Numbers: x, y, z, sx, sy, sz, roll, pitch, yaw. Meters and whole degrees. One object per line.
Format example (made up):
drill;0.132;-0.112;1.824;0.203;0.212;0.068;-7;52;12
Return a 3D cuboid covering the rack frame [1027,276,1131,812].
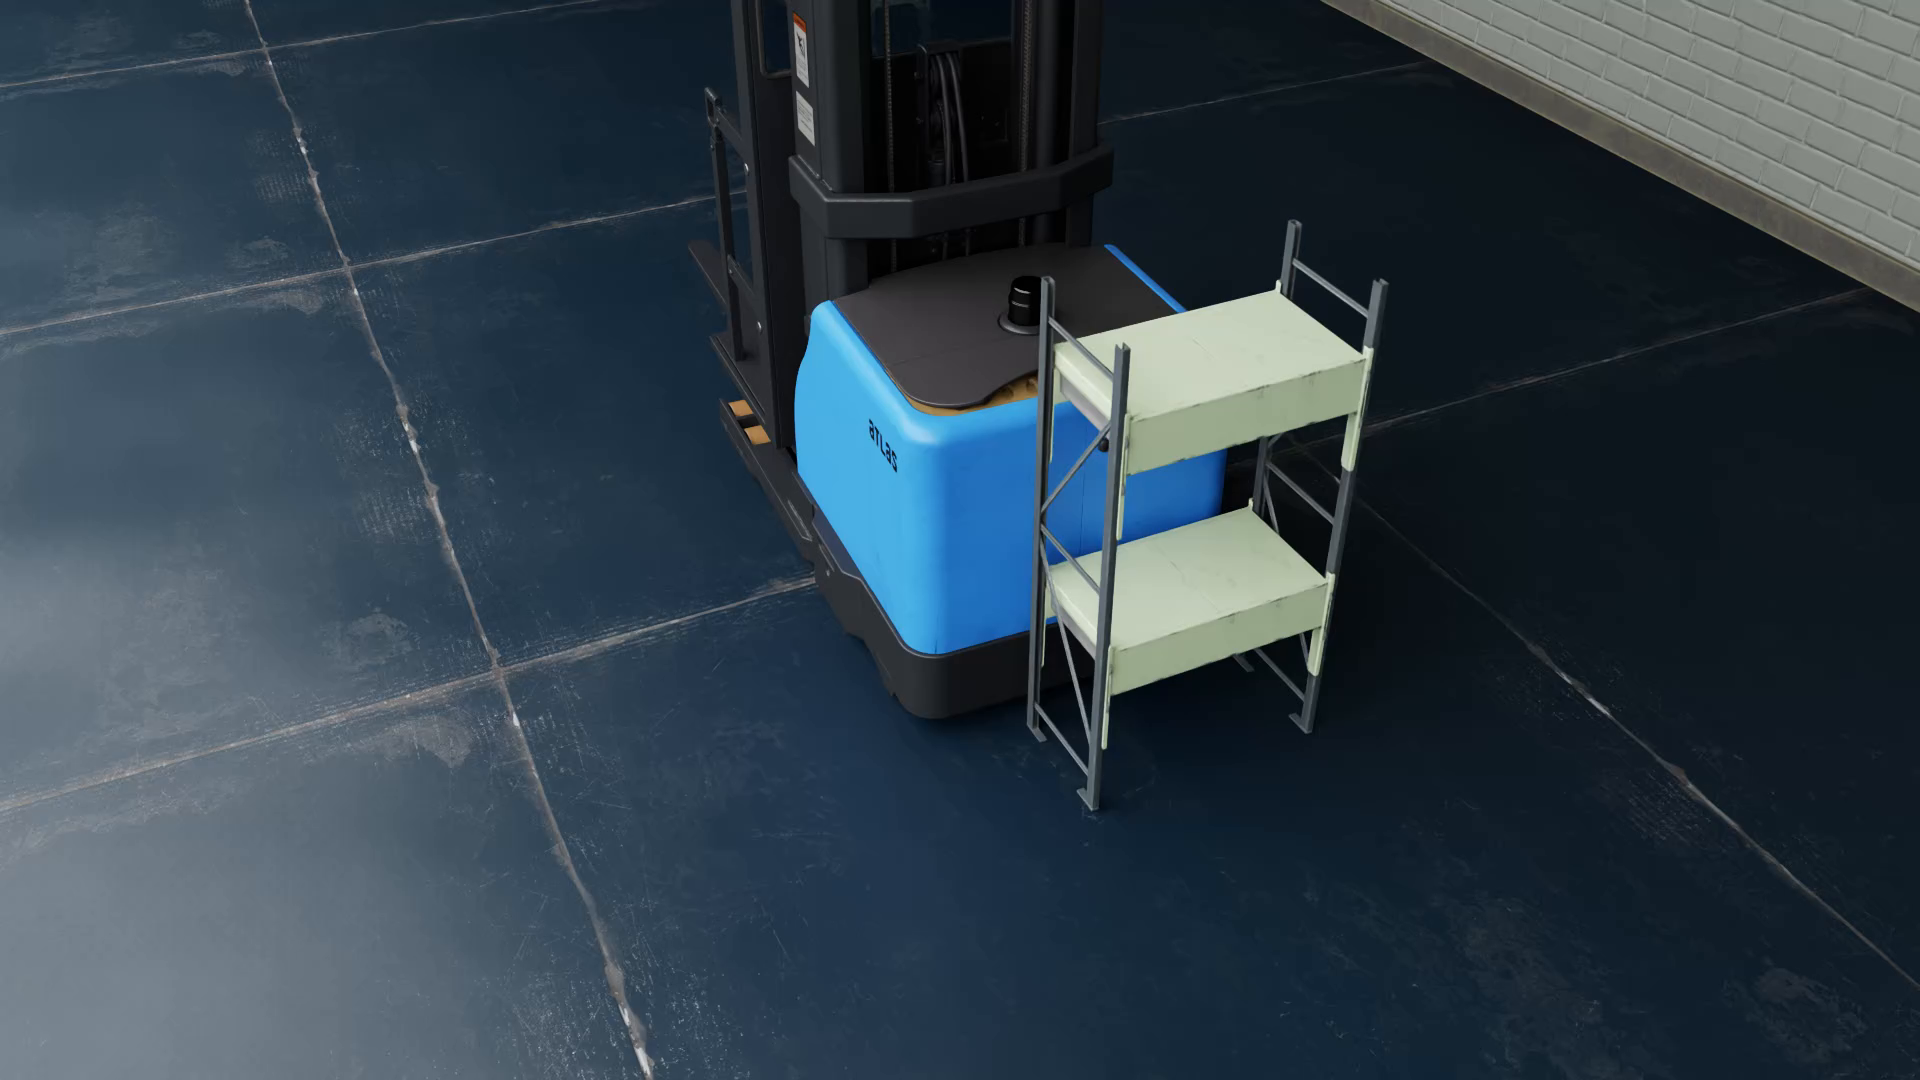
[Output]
rack frame;0.297;0.058;4.412;0.023;1.500;0.400;-16;39;-20

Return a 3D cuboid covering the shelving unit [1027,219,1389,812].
shelving unit;0.627;-0.036;4.540;0.755;1.500;0.431;-16;39;-20

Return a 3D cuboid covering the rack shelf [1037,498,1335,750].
rack shelf;0.627;0.226;4.734;0.720;0.370;0.431;-16;39;-20

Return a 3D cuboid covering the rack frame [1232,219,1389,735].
rack frame;0.957;-0.131;4.667;0.023;1.500;0.400;-16;39;-20

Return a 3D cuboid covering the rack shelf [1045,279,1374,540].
rack shelf;0.627;-0.350;4.307;0.720;0.370;0.431;-16;39;-20

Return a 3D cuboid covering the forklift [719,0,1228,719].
forklift;-0.248;-1.521;5.341;1.130;2.935;3.031;-14;39;-19
